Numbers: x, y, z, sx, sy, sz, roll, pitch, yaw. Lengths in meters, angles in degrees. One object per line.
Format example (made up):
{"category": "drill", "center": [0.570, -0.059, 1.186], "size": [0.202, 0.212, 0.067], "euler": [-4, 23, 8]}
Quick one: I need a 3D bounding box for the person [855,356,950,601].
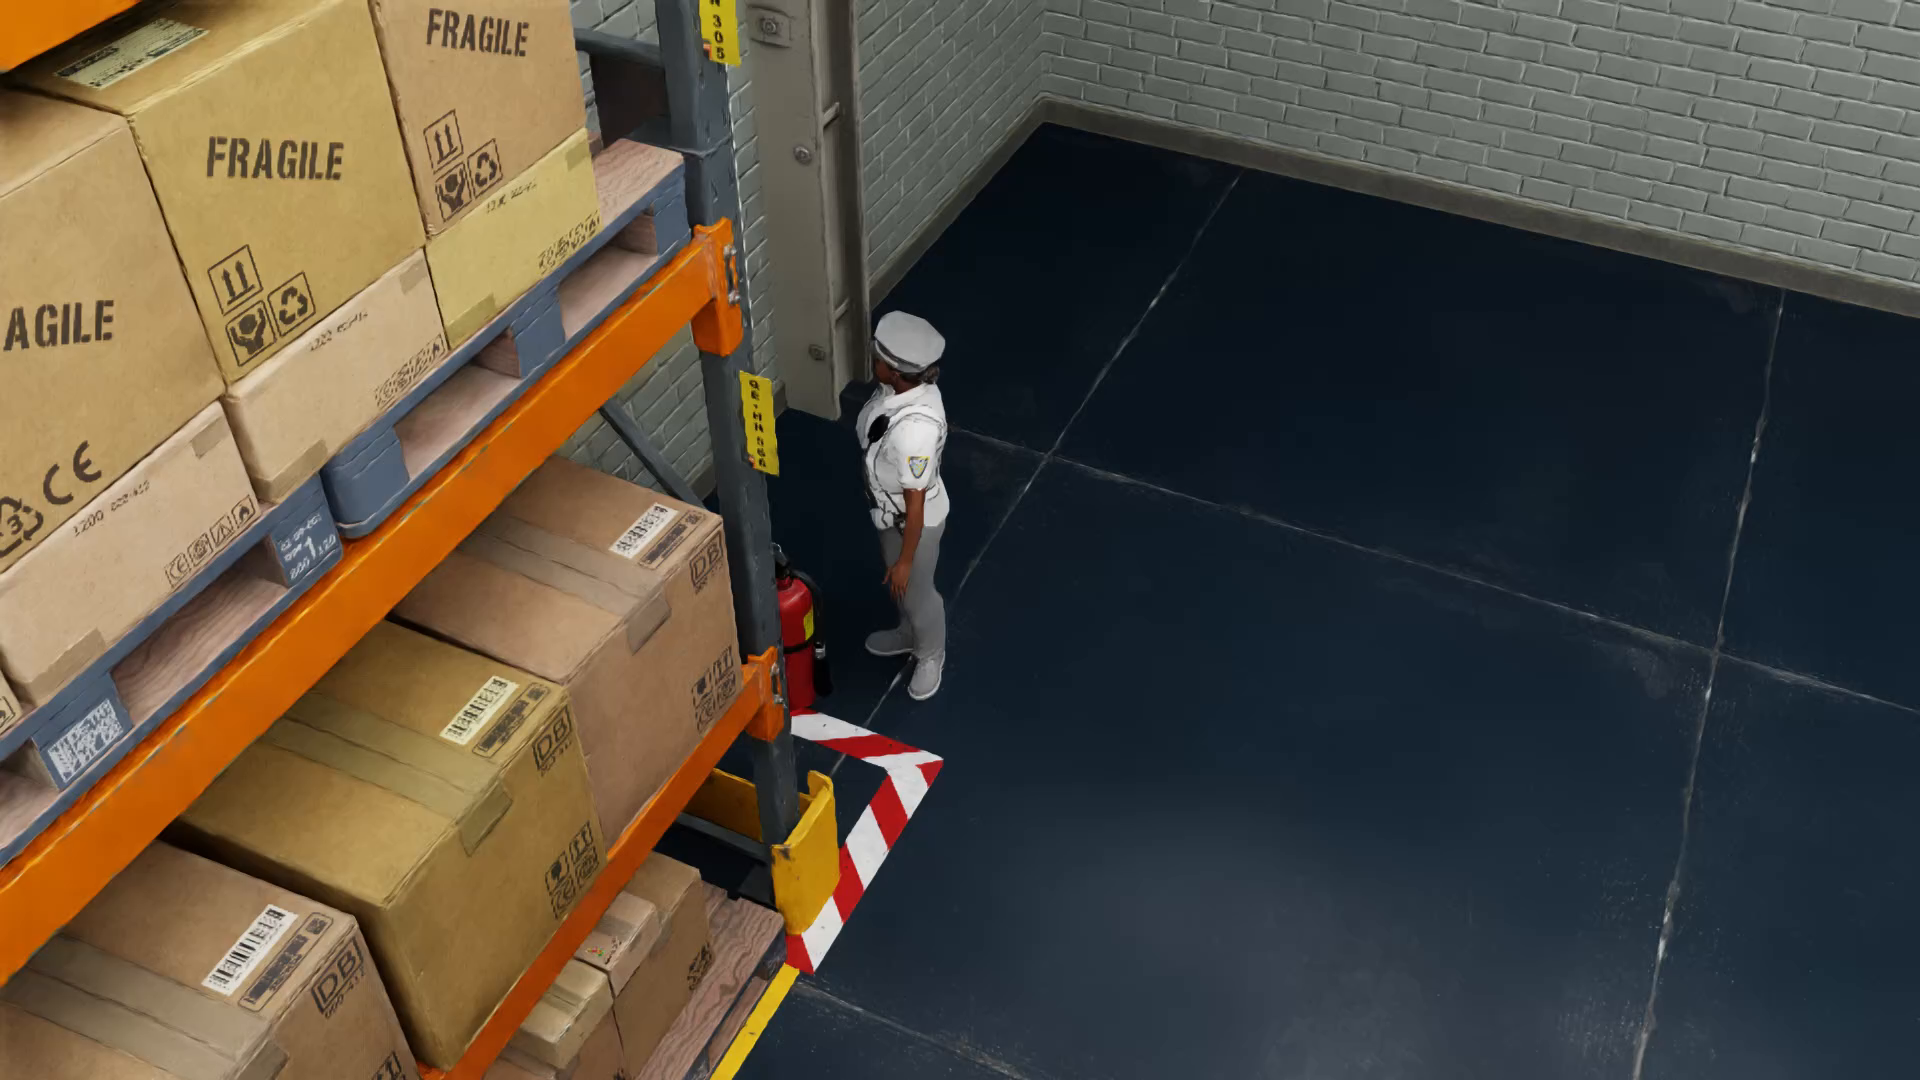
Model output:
{"category": "person", "center": [-0.205, -0.323, 5.994], "size": [0.335, 0.988, 0.604], "euler": [-7, 43, -8]}
